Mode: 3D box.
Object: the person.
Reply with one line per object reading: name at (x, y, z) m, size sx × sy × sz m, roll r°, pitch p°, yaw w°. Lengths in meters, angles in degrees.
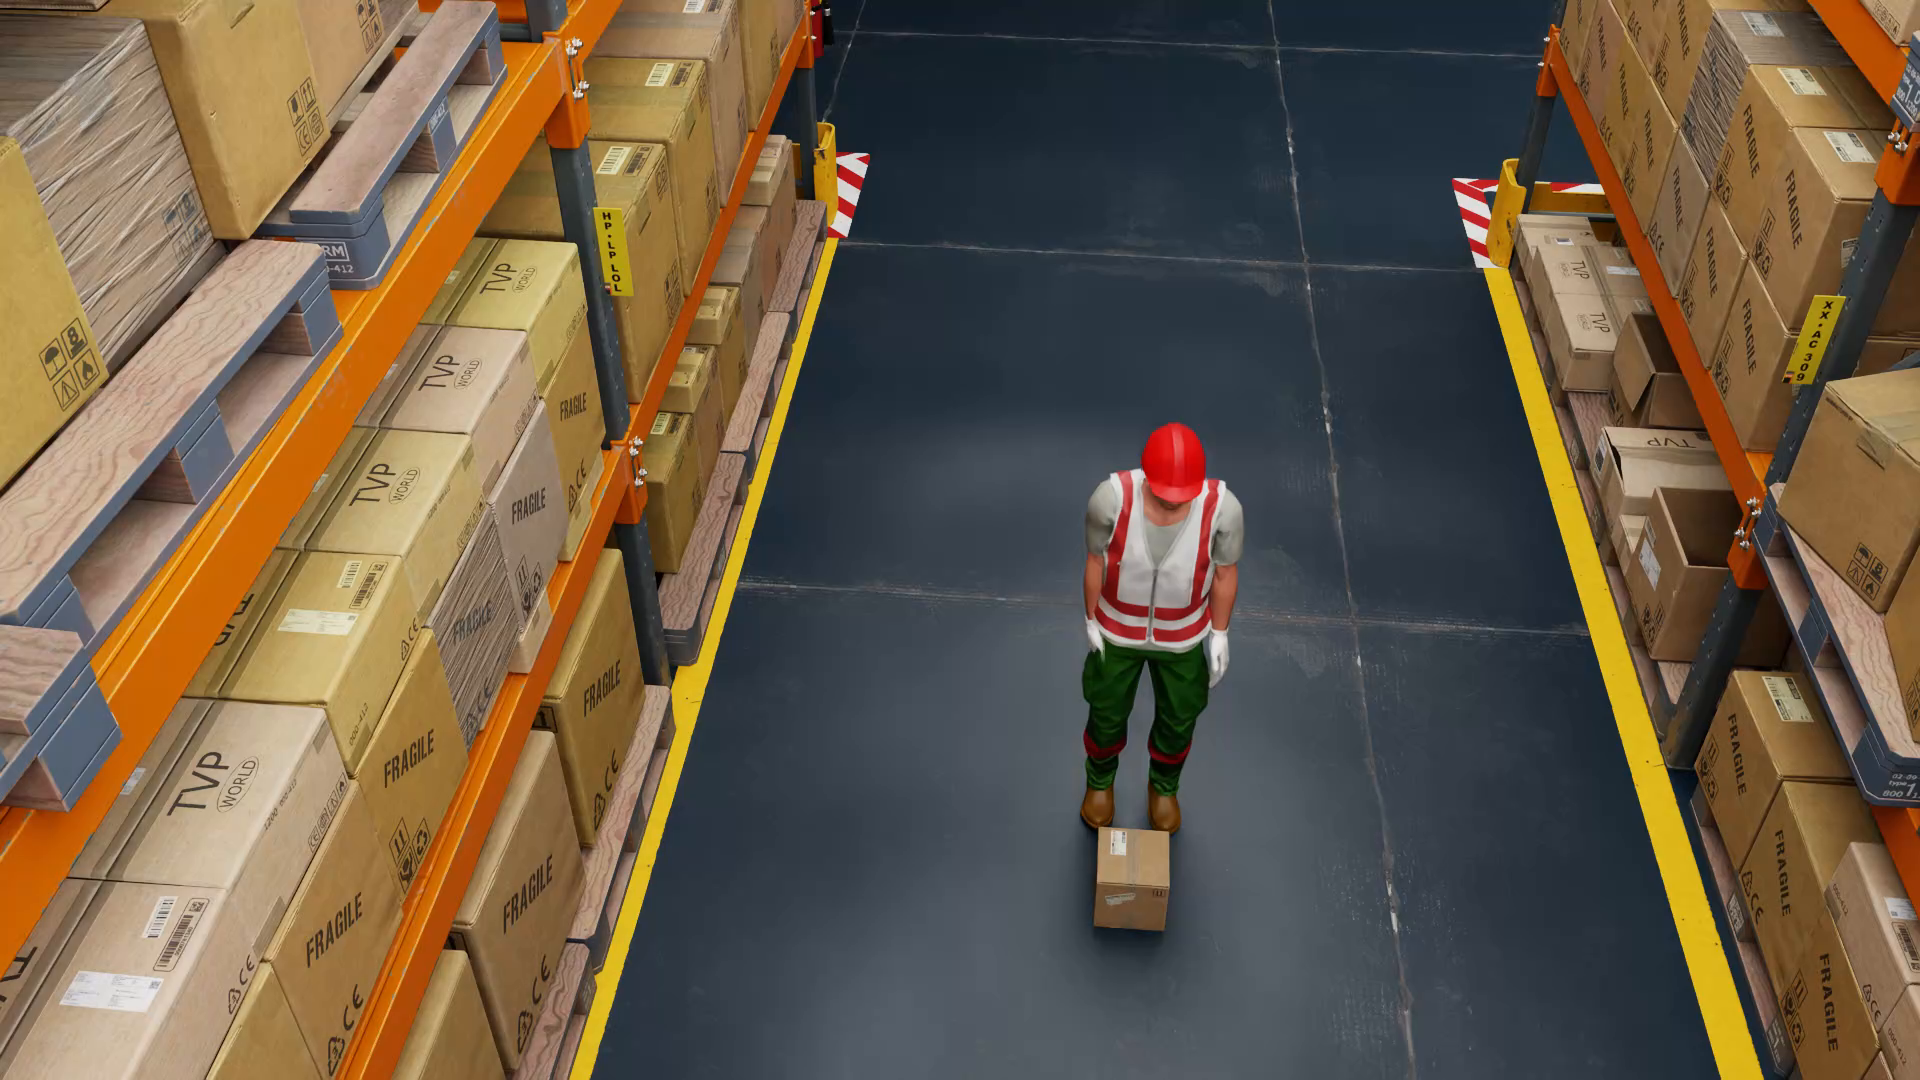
person at (0.675, 0.322, 5.763) m, size 0.530 × 1.776 × 0.371 m, roll 4°, pitch 40°, yaw 5°
